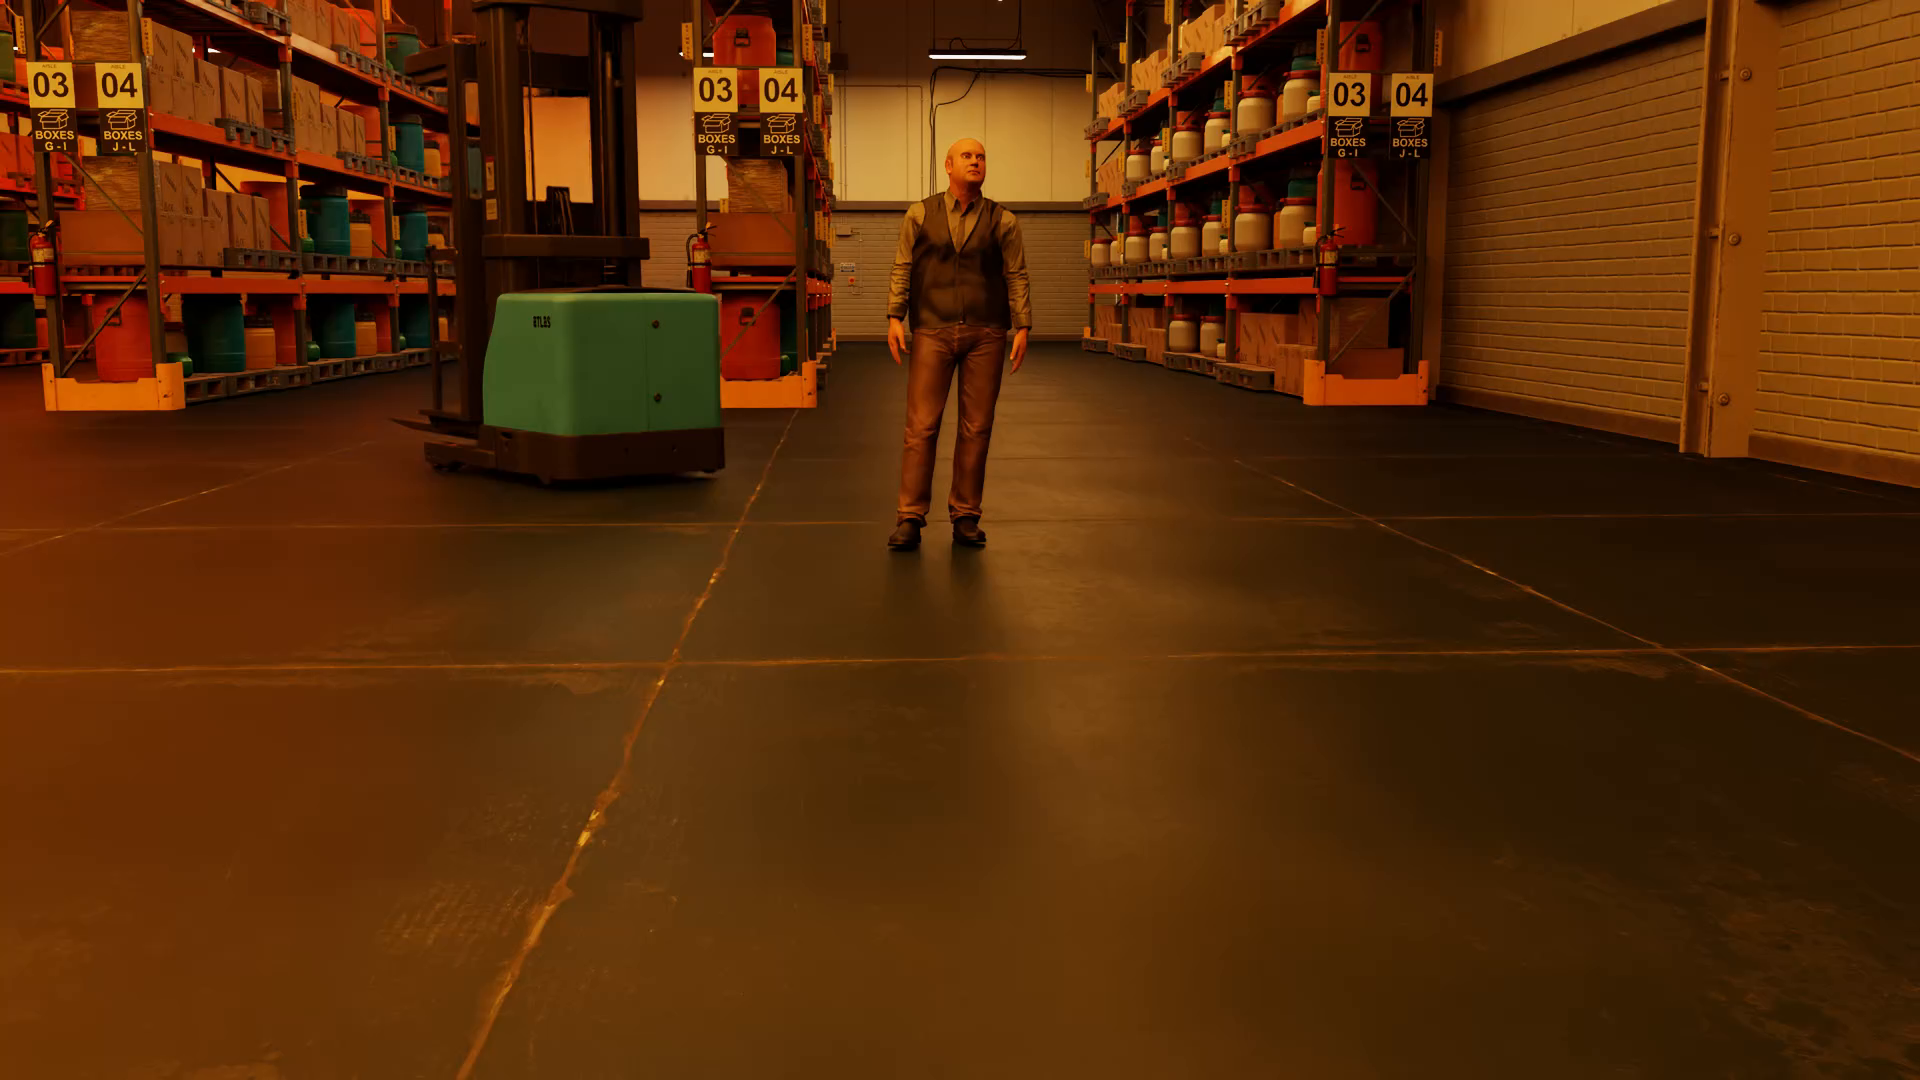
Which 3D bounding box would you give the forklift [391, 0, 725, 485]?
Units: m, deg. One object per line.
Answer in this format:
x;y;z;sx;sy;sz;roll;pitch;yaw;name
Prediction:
-2.682;-1.917;10.244;1.130;2.935;3.031;-7;11;-39;forklift

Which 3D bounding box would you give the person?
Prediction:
-0.003;-0.849;7.120;0.633;1.722;0.566;-1;8;-4;person
